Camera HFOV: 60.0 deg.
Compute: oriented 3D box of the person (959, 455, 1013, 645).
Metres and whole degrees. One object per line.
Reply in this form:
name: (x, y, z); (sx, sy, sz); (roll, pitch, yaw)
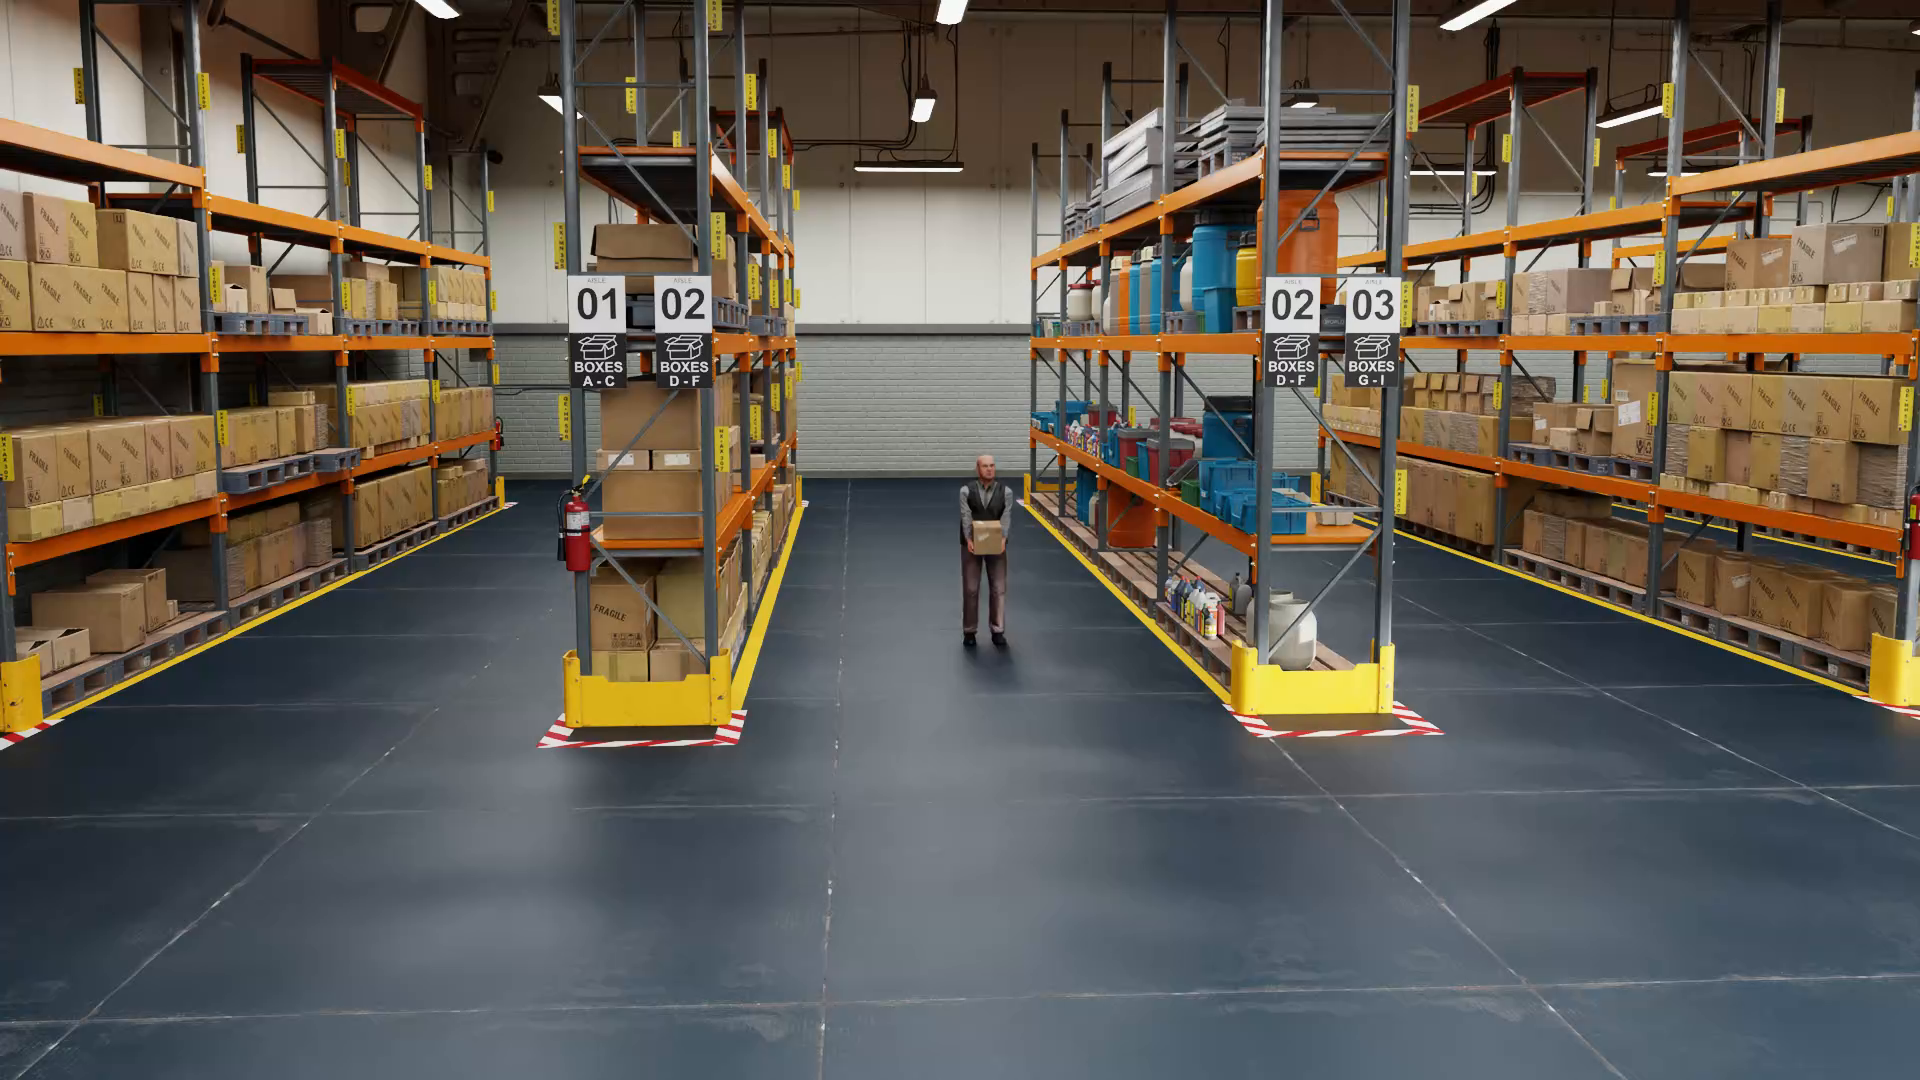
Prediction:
person: (0.242, 0.096, 15.064); (0.495, 1.720, 0.558); (0, 7, -4)
